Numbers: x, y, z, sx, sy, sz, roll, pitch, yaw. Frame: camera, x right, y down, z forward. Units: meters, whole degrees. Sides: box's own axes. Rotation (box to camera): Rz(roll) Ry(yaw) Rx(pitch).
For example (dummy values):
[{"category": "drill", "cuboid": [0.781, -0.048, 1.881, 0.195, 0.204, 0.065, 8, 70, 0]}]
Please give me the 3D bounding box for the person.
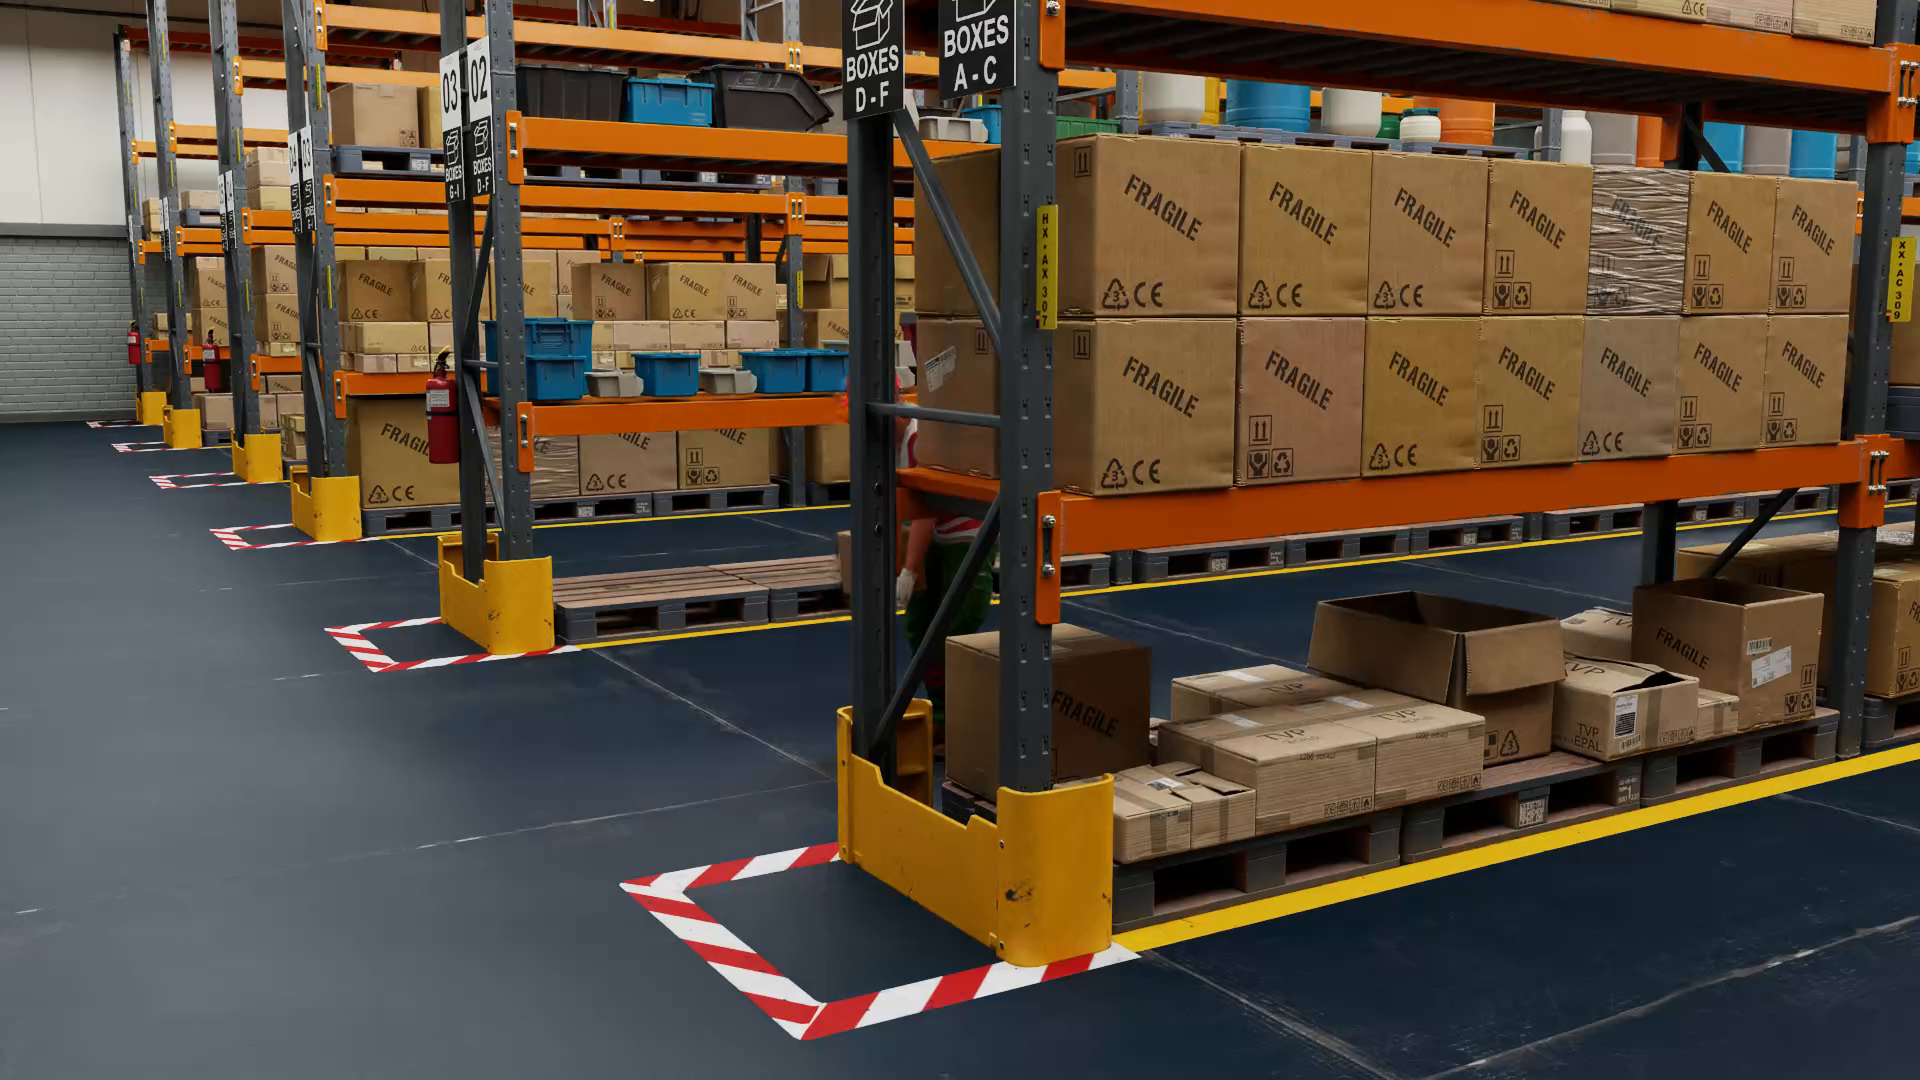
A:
[{"category": "person", "cuboid": [-0.163, 0.076, 6.762, 0.741, 1.627, 0.490, -5, 9, -32]}]
